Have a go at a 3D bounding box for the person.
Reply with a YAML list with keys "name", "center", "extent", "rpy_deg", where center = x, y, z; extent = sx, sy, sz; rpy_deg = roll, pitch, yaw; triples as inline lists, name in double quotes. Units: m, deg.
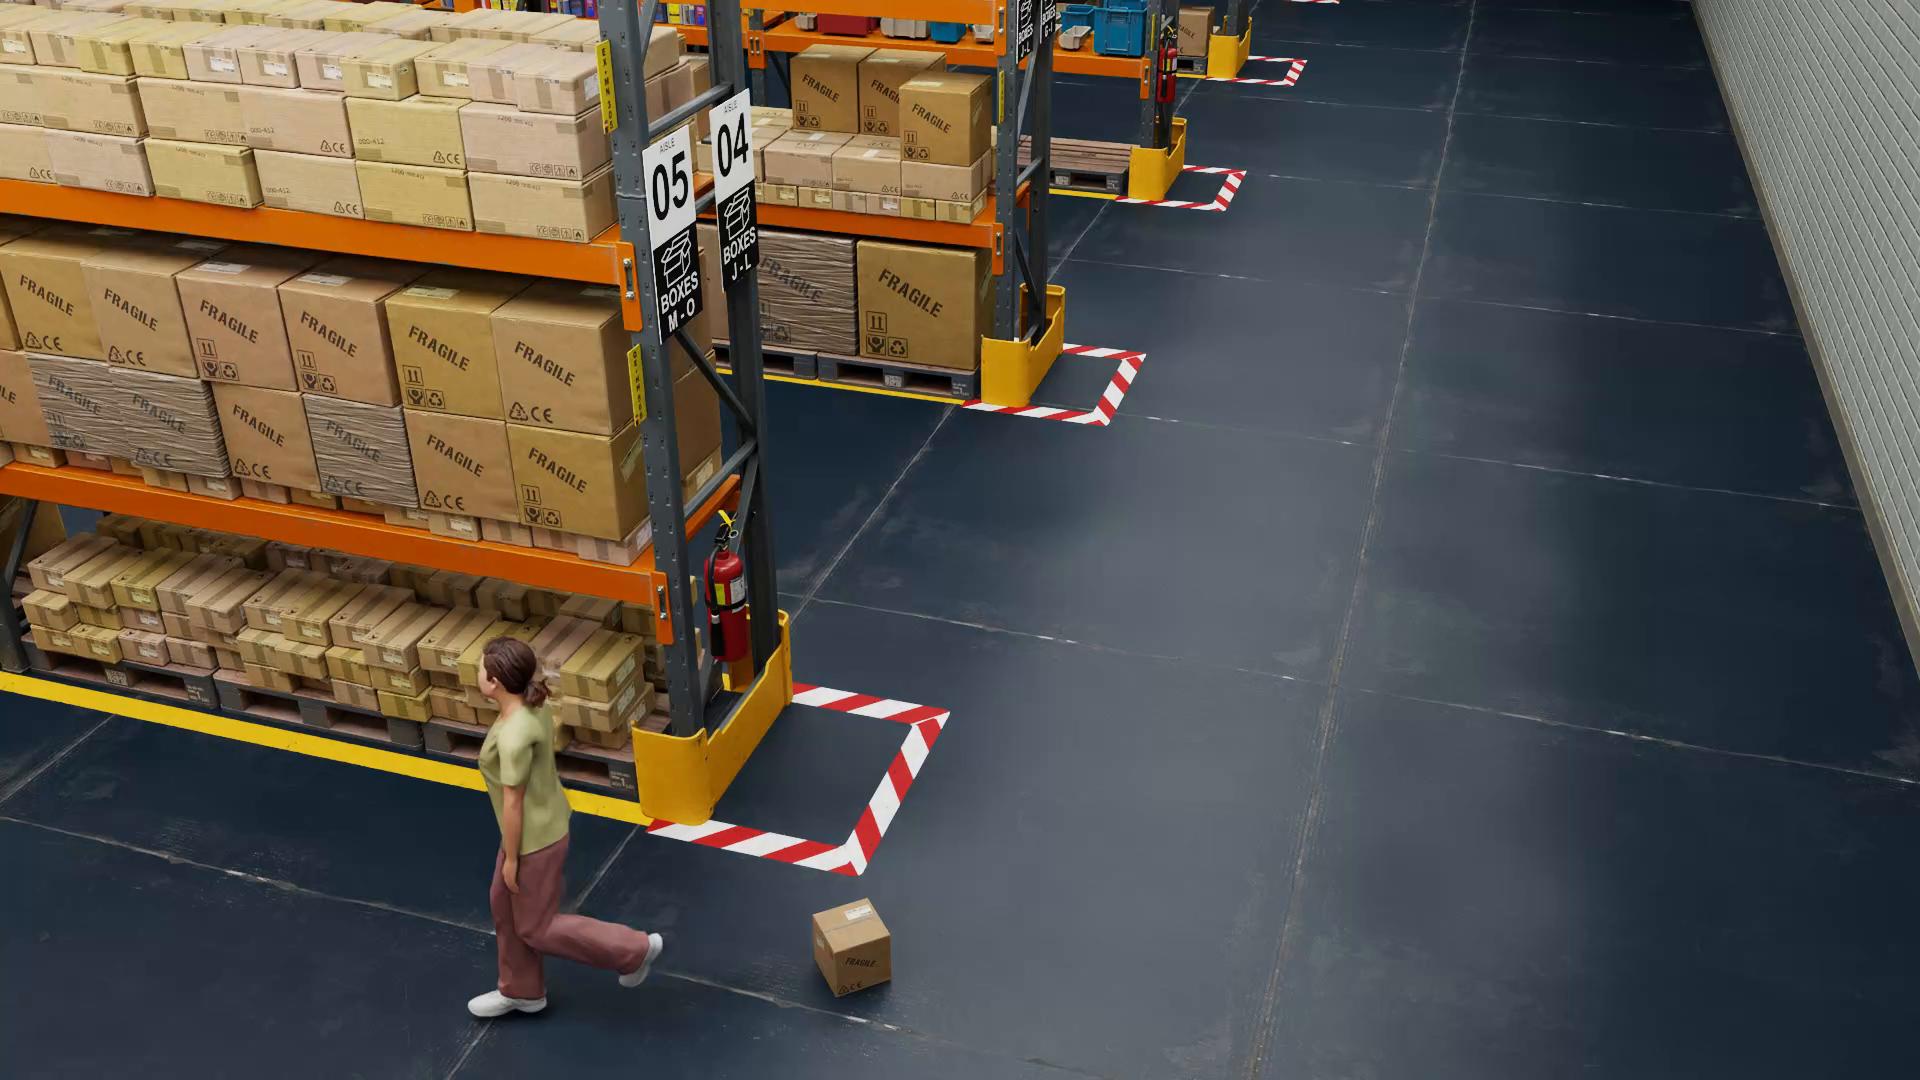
- name: "person"
  center: [-1.629, 1.130, 6.499]
  extent: [0.755, 1.627, 0.513]
  rpy_deg: [-3, 30, -6]
